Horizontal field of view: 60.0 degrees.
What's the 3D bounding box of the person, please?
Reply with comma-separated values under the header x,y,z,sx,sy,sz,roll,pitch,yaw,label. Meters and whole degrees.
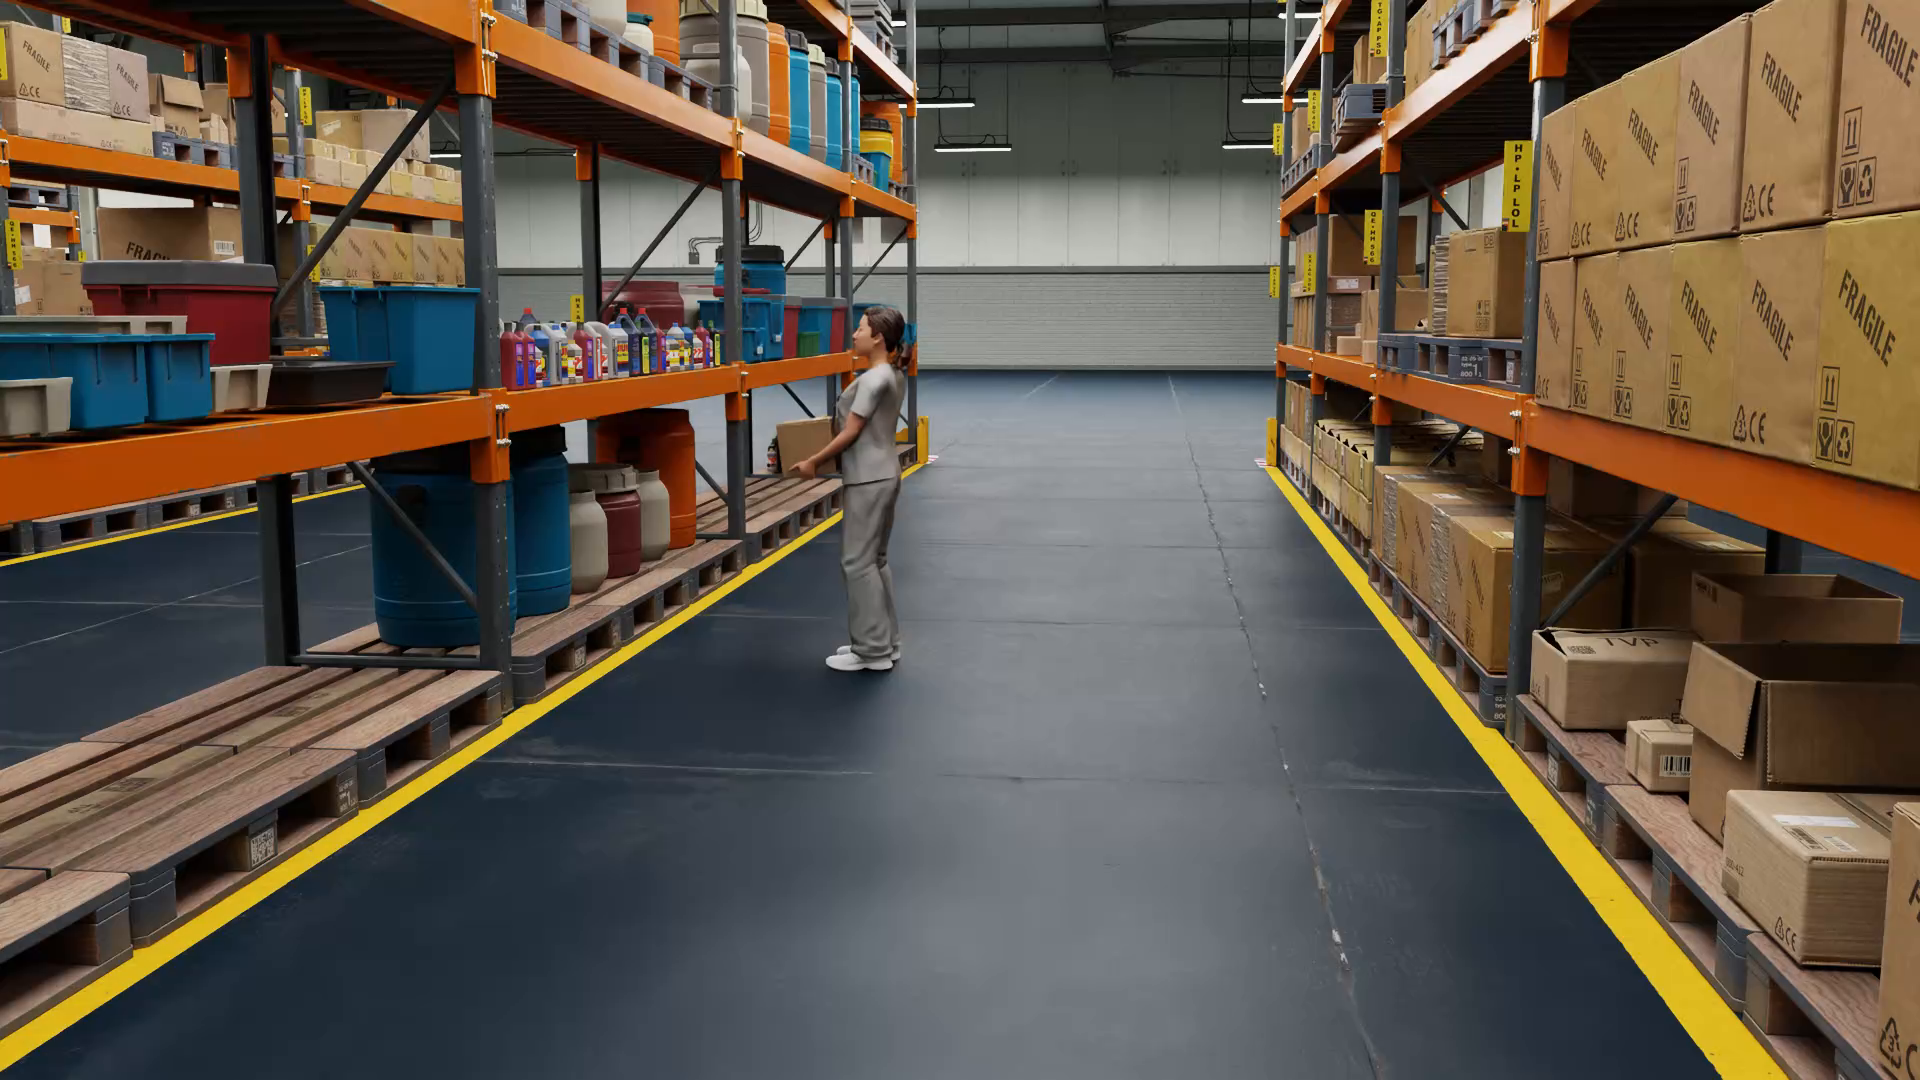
x,y,z,sx,sy,sz,roll,pitch,yaw,label
-0.483,-0.241,7.643,0.560,1.663,0.436,1,8,7,person
